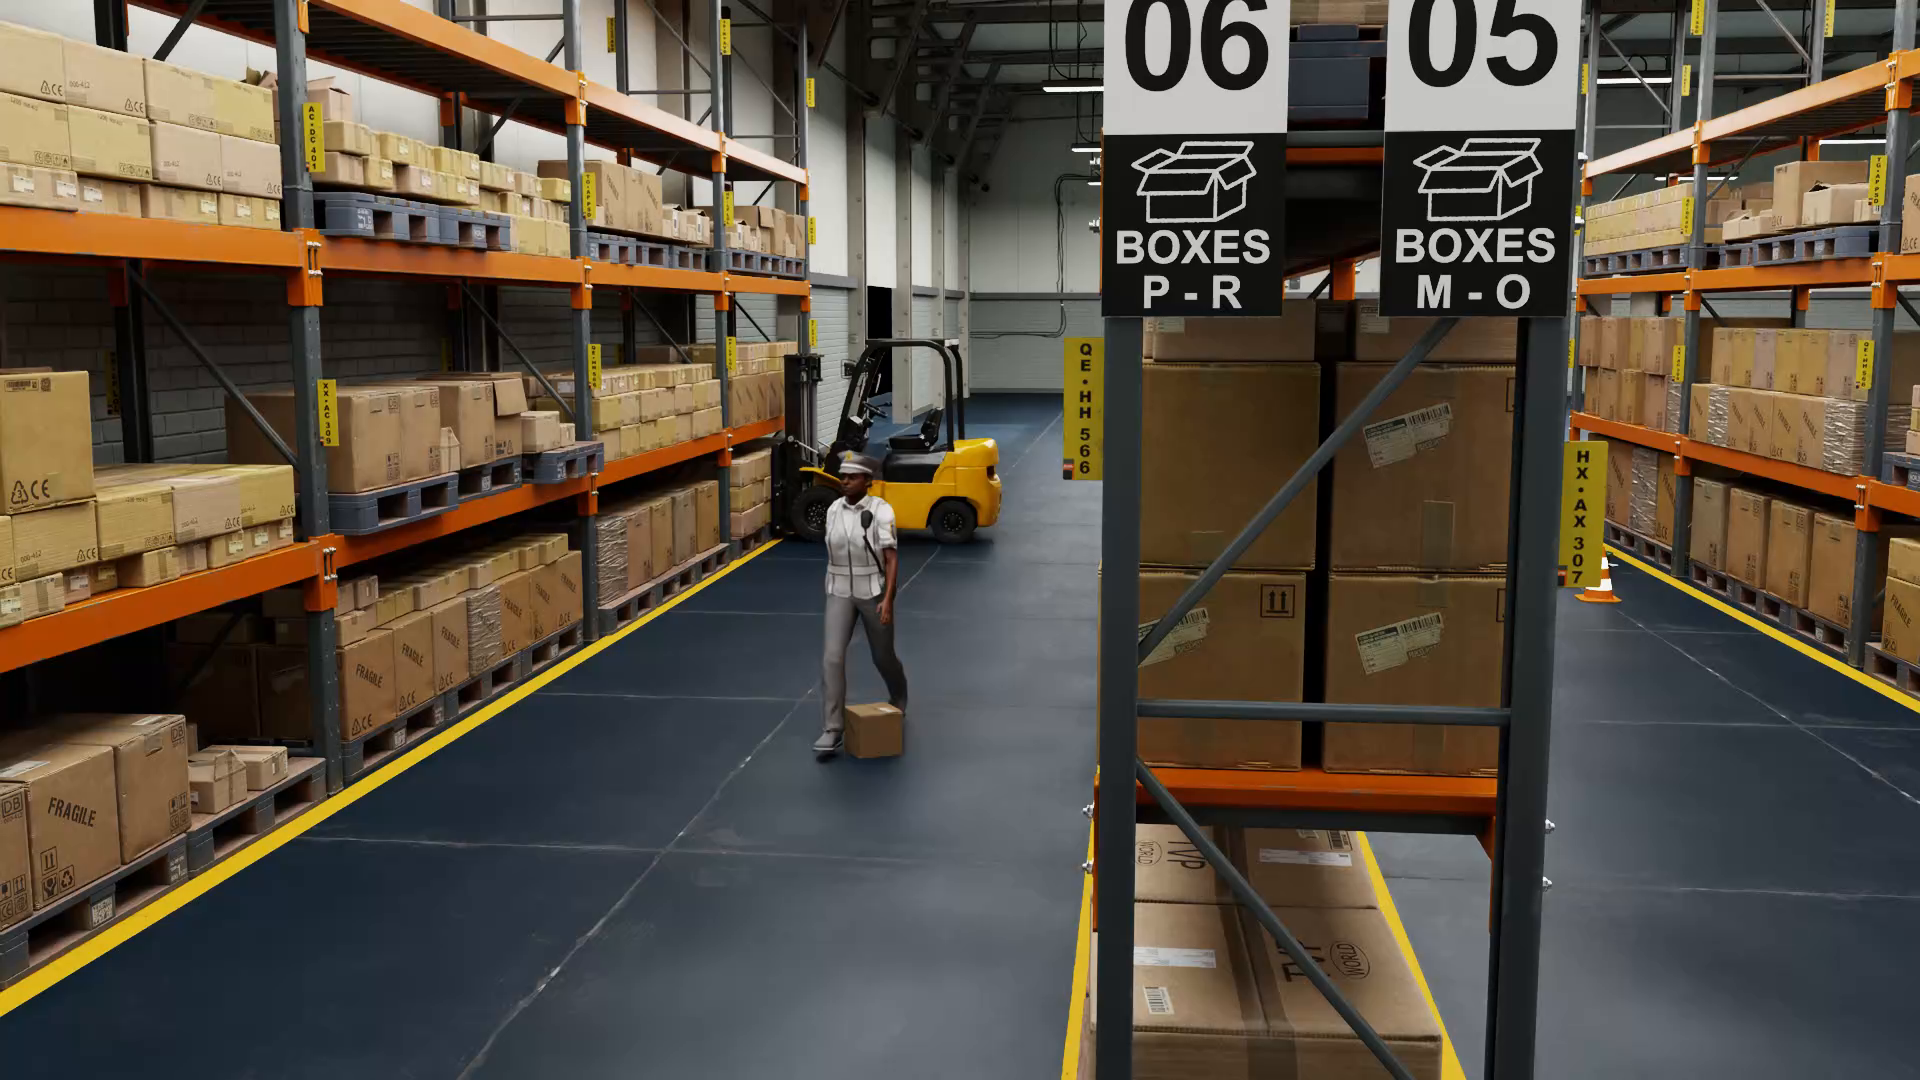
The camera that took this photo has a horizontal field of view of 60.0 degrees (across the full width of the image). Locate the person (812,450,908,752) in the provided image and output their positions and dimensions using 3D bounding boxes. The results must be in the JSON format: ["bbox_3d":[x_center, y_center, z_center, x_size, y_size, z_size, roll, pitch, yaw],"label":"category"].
[{"bbox_3d":[-0.549,0.304,9.381,0.466,1.637,0.984,2,8,15],"label":"person"}]
